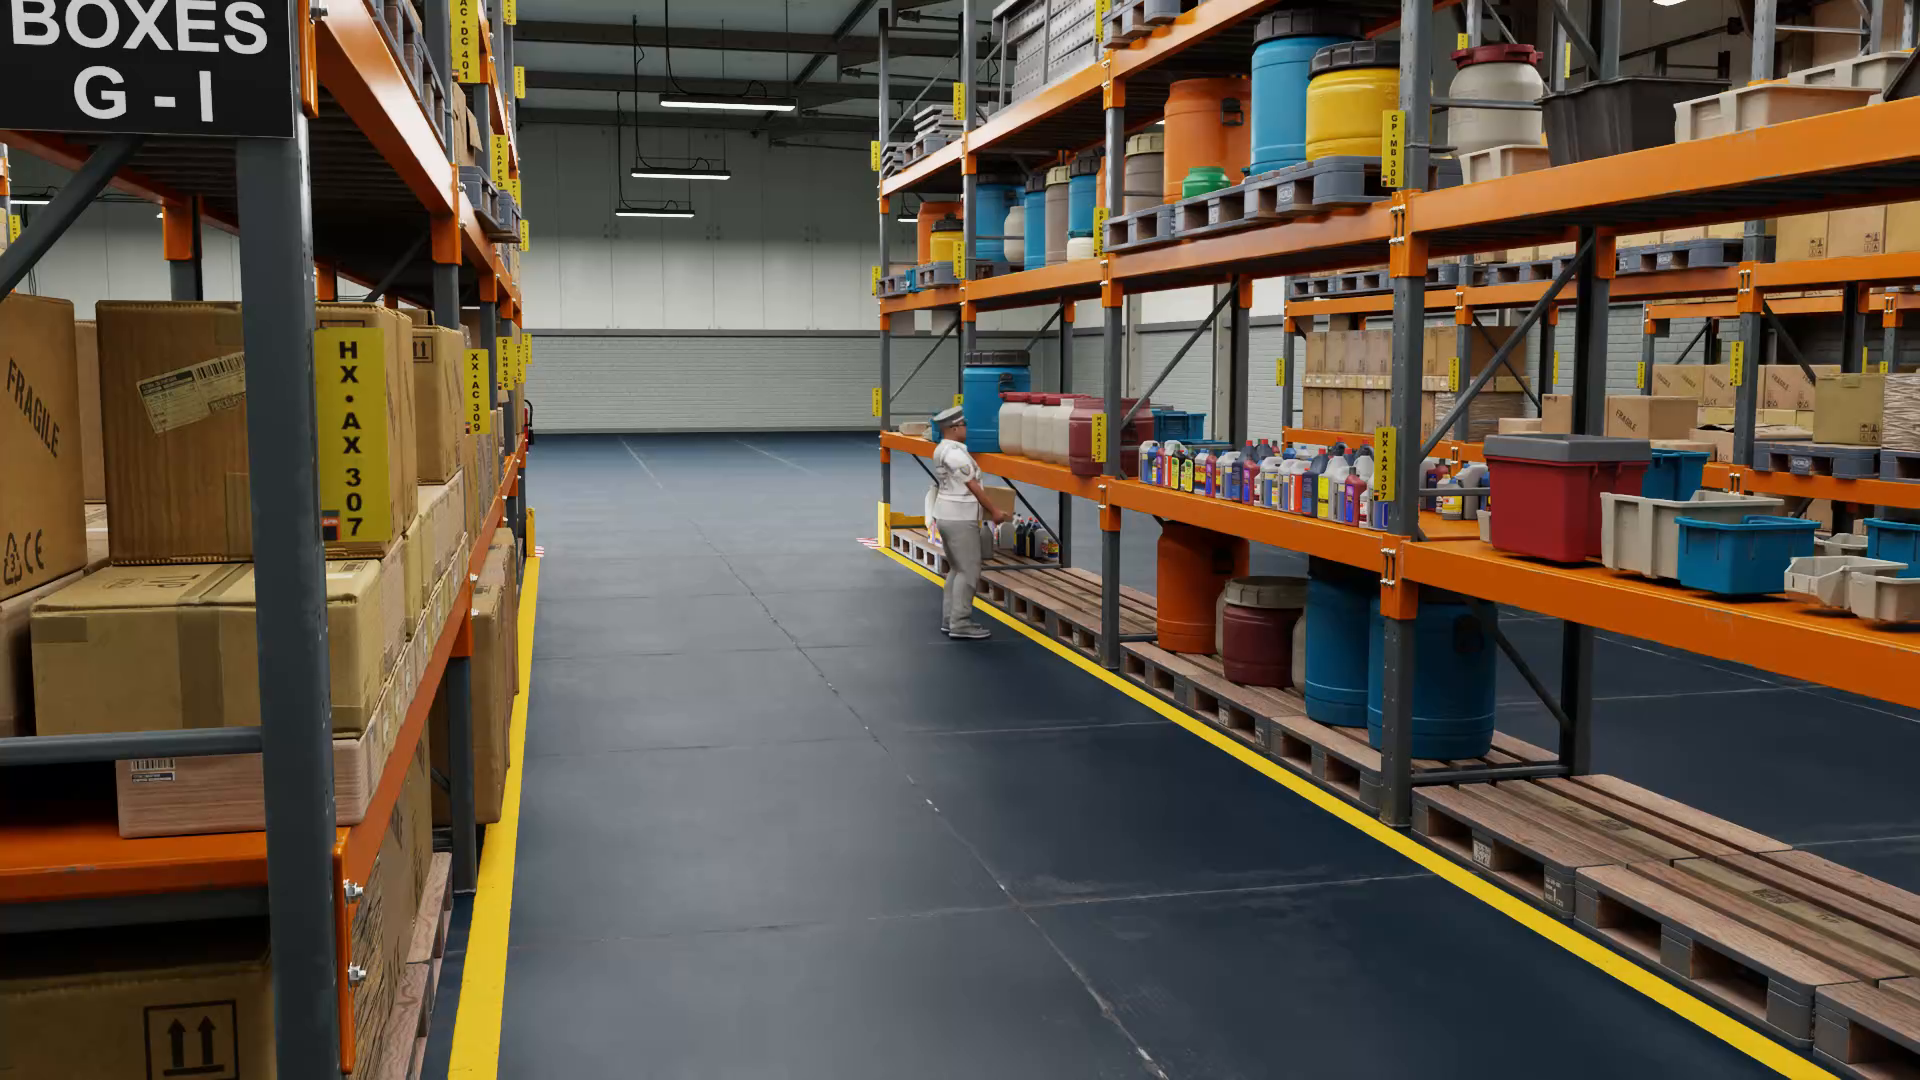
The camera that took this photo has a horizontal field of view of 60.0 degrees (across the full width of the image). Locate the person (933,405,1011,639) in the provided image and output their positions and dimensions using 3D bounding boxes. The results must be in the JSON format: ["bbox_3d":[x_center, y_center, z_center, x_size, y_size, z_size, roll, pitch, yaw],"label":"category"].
[{"bbox_3d":[0.079,-0.148,12.738,0.567,1.766,0.494,-1,6,-13],"label":"person"}]
